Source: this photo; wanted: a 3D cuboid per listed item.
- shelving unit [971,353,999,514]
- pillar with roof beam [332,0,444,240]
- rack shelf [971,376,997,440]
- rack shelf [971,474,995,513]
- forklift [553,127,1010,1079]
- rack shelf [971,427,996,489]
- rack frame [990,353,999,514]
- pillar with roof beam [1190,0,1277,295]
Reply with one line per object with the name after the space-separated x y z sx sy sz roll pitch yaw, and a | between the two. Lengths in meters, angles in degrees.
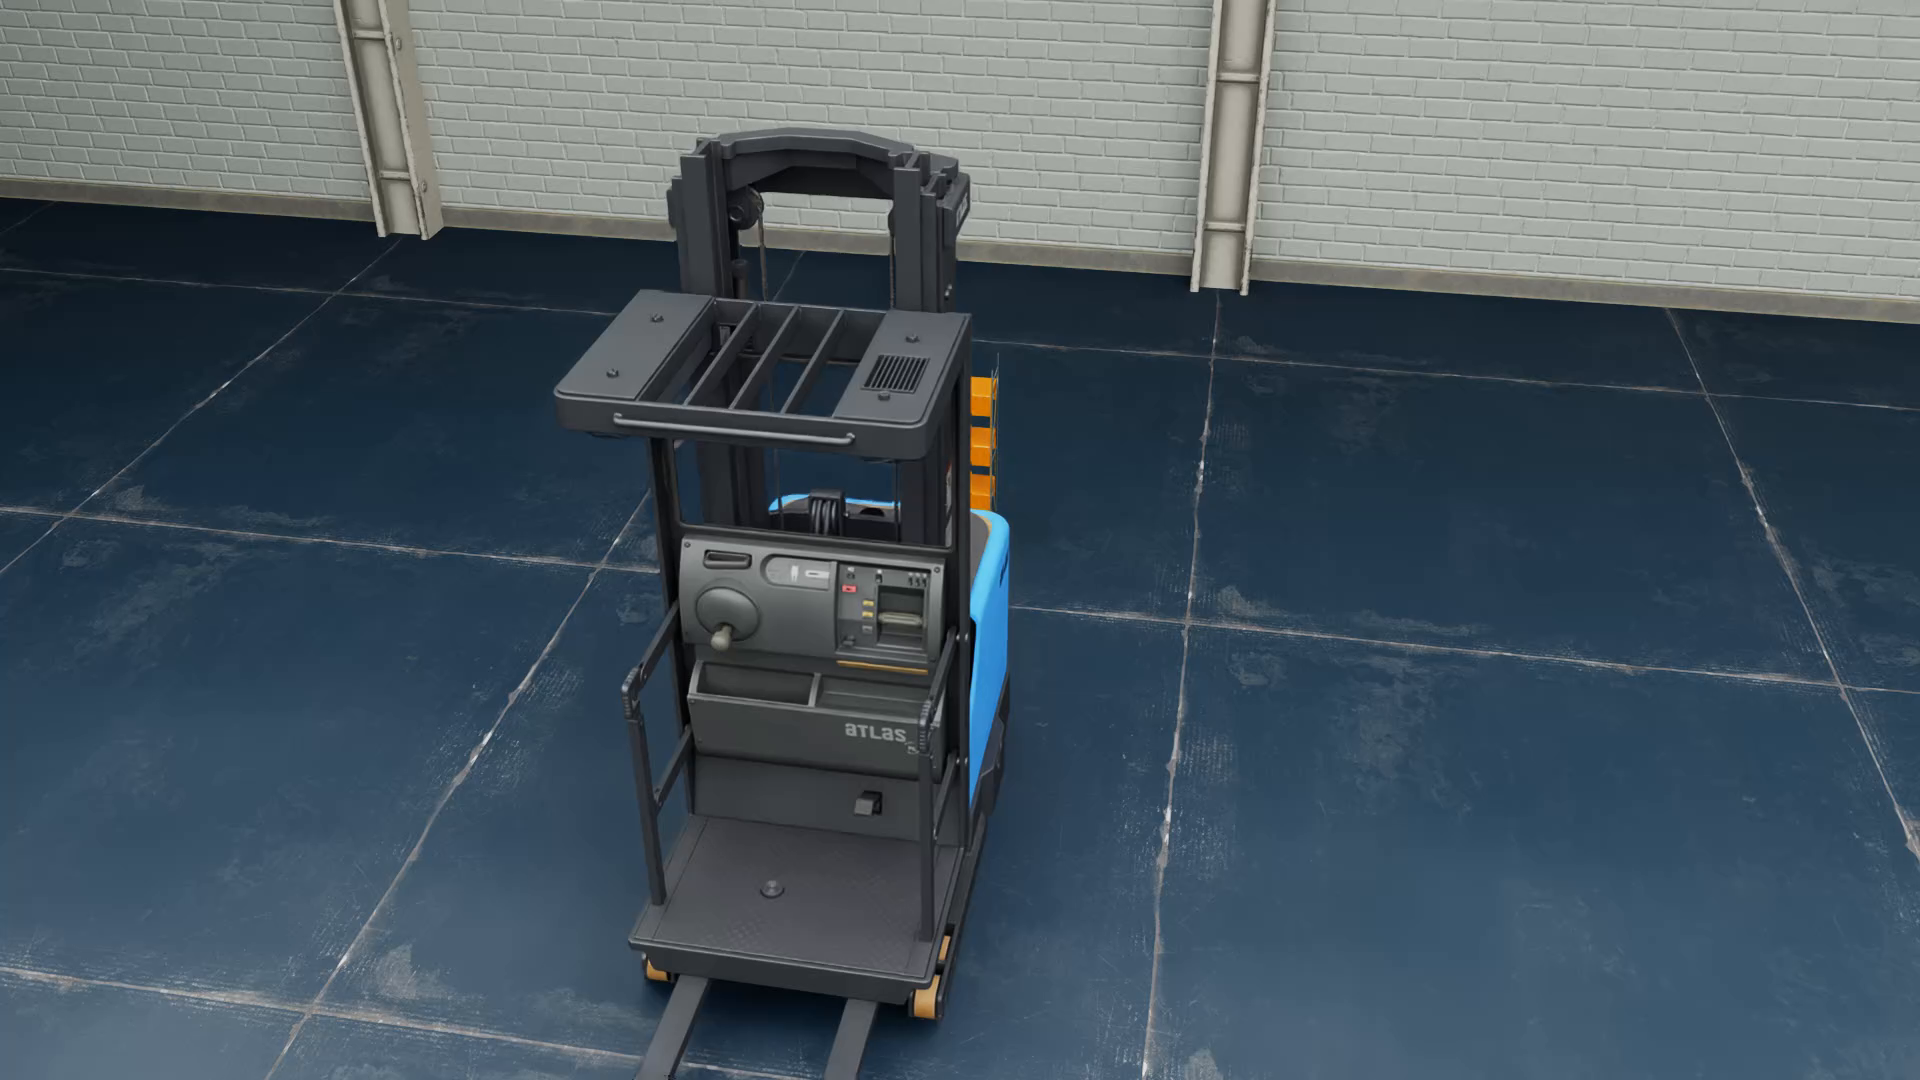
0.053 -0.440 8.464 0.252 1.050 0.215 5 32 8 | shelving unit
-4.827 -3.881 6.468 0.400 9.000 9.100 5 32 8 | pillar with roof beam
0.053 -0.672 8.319 0.240 0.259 0.215 5 32 8 | rack shelf
0.053 -0.196 8.617 0.240 0.259 0.215 5 32 8 | rack shelf
-0.551 0.271 5.554 1.130 2.935 3.031 6 32 9 | forklift
0.053 -0.431 8.469 0.240 0.259 0.215 5 32 8 | rack shelf
0.173 -0.429 8.446 0.008 1.050 0.200 5 32 8 | rack frame
1.087 -3.345 5.612 0.400 9.000 9.100 5 32 8 | pillar with roof beam
